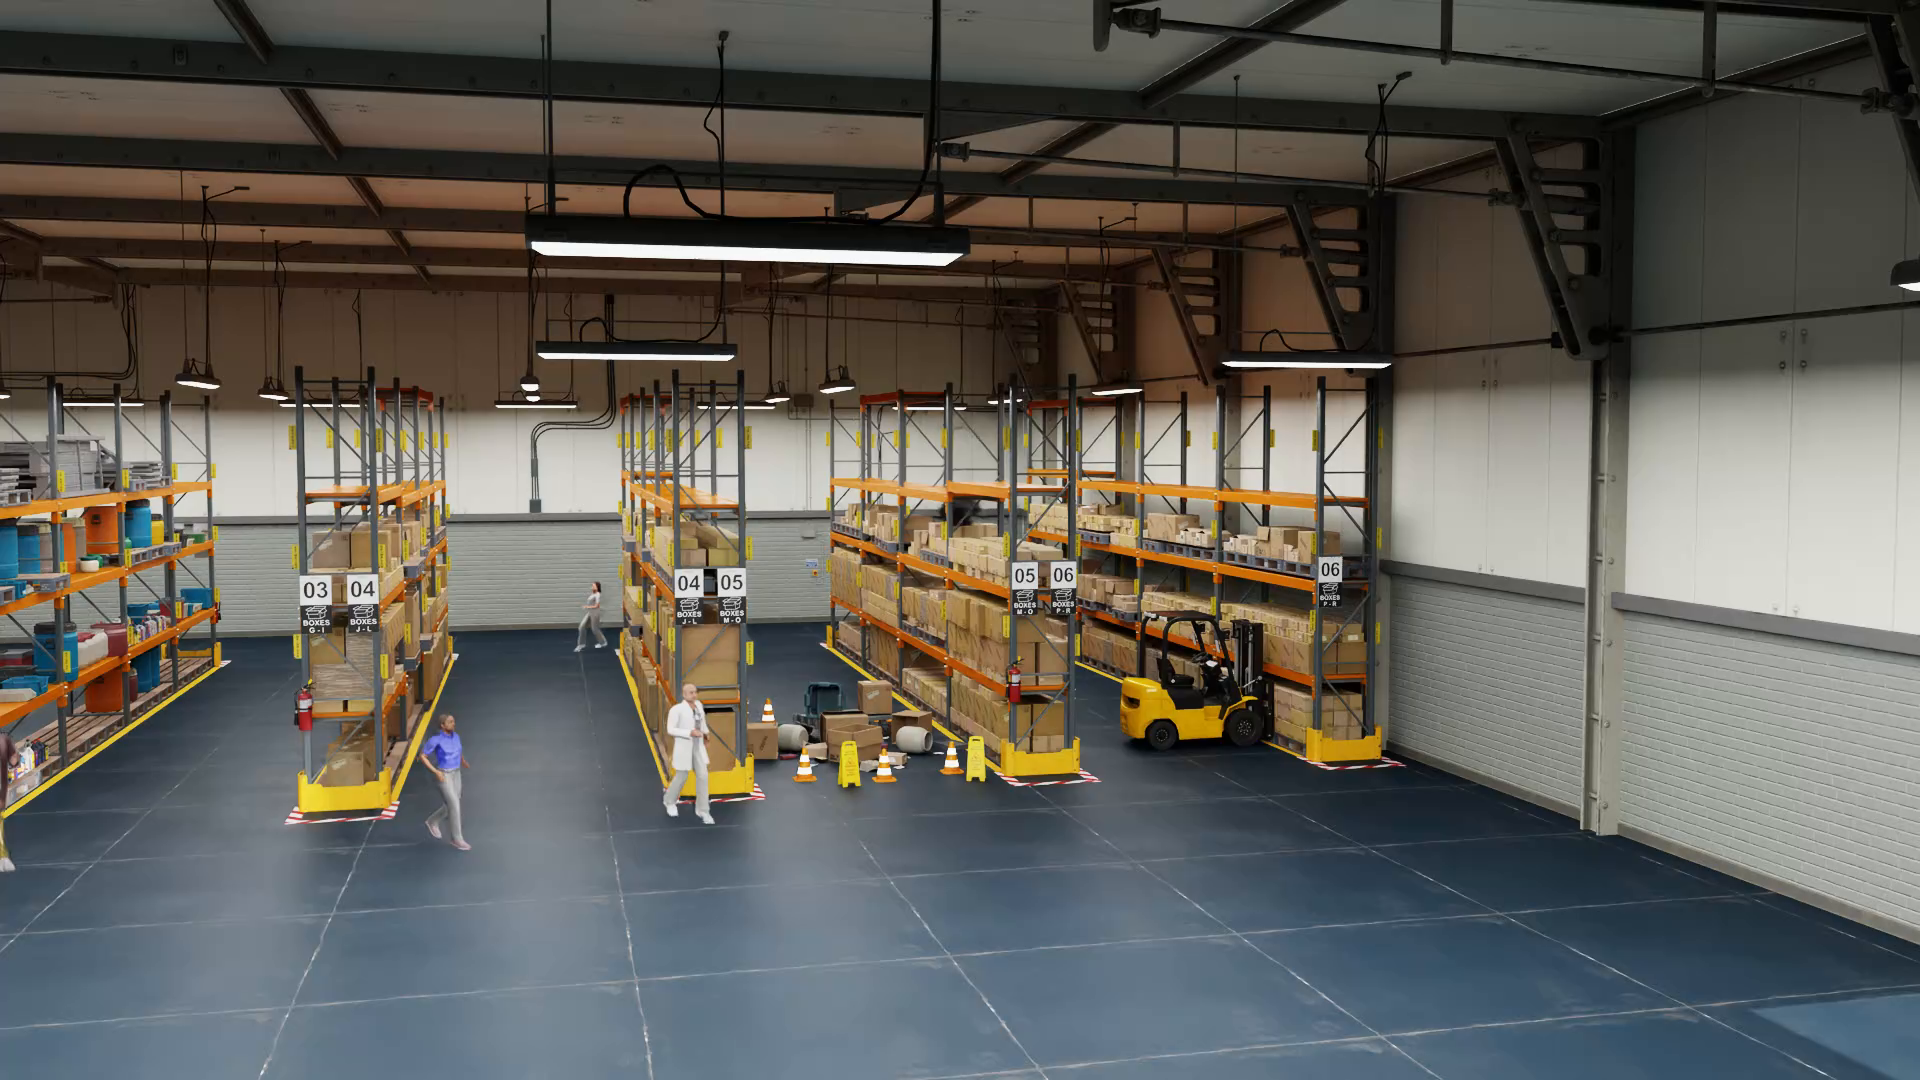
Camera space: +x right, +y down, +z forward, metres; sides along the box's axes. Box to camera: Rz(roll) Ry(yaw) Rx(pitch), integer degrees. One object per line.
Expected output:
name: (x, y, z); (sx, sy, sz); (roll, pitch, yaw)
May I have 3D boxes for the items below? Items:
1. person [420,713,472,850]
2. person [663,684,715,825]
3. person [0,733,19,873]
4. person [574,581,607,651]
person: (-6.337, 2.961, 20.494); (0.740, 1.661, 0.582); (1, 4, 24)
person: (-3.582, 2.804, 21.926); (0.897, 1.840, 0.738); (3, 5, 44)
person: (-11.395, 2.943, 19.520); (0.979, 1.815, 0.680); (1, 4, 23)
person: (-8.715, 1.805, 39.487); (0.852, 1.659, 0.571); (-3, 4, -39)
